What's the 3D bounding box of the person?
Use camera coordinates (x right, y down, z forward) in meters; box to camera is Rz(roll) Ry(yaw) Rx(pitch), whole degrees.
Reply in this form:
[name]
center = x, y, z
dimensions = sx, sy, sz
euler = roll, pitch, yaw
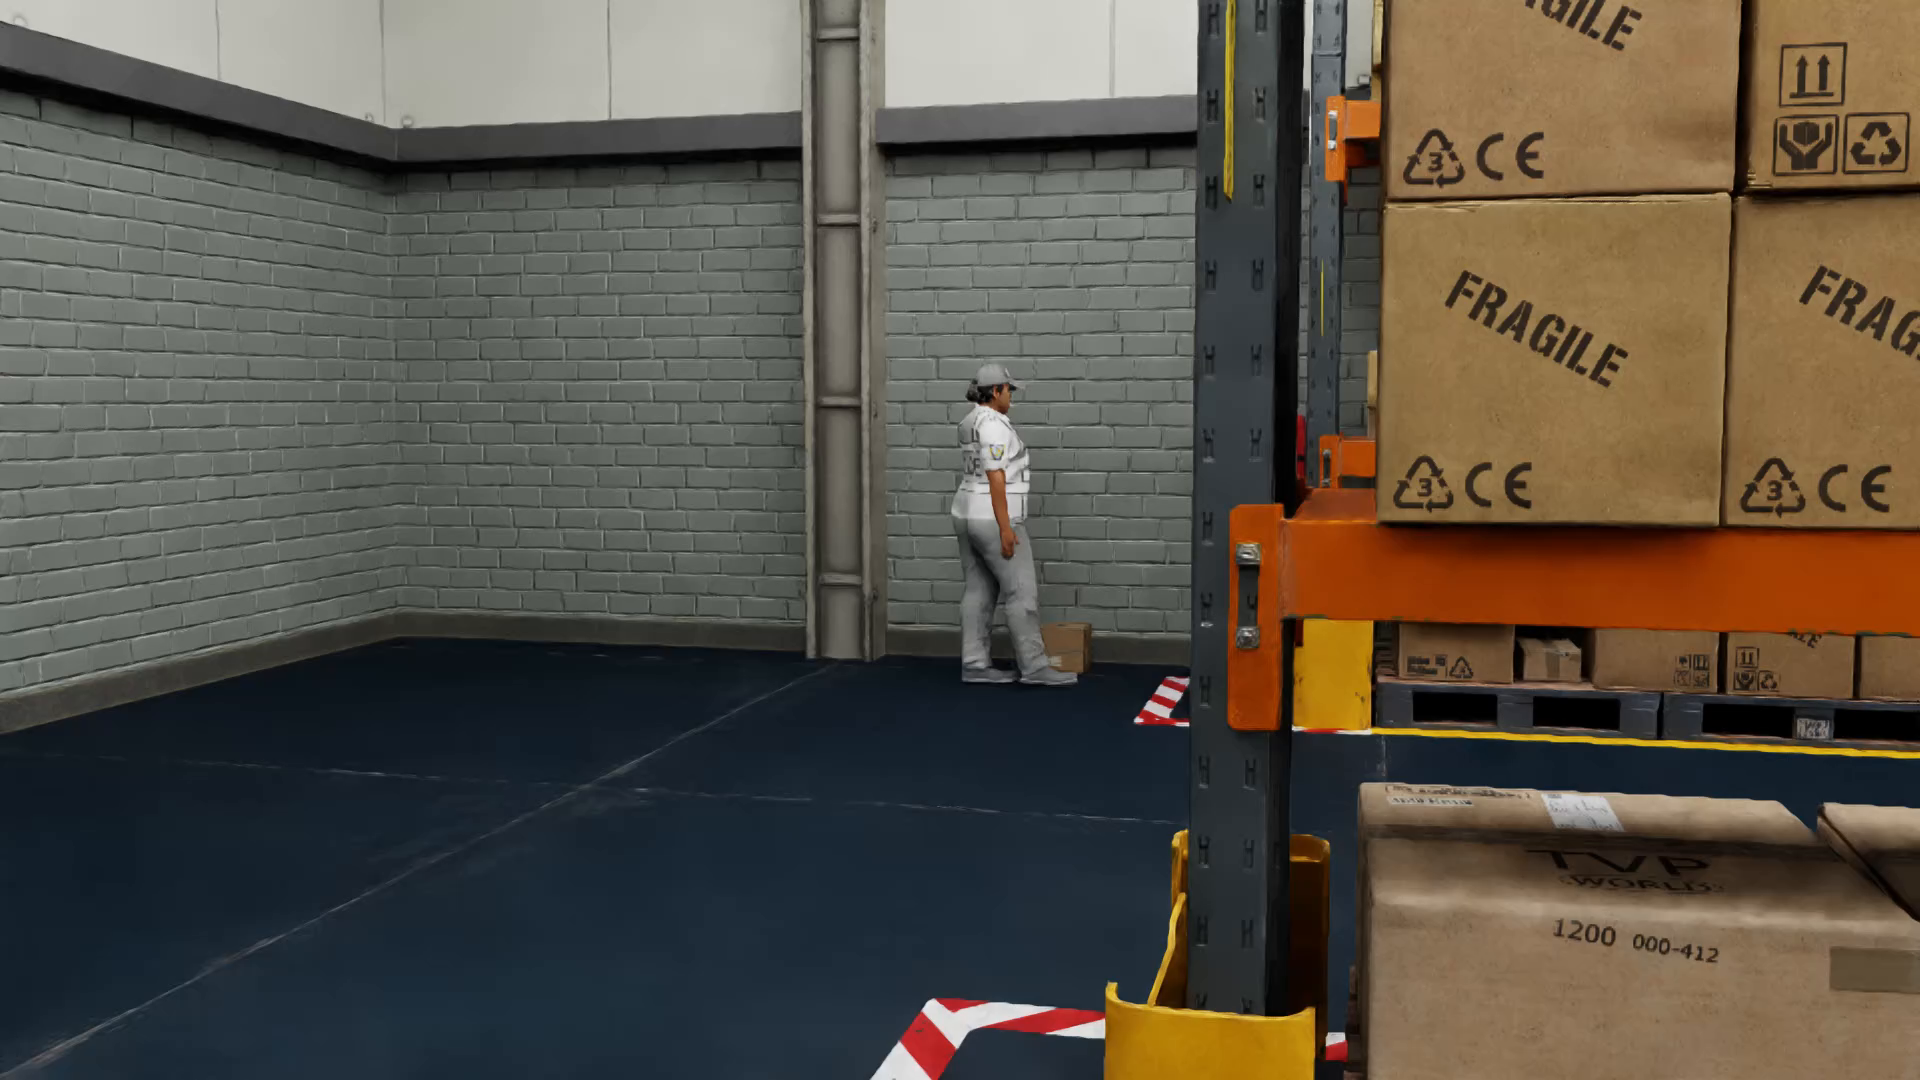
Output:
[person]
center = 0.269, -0.084, 8.626
dimensions = 0.600, 1.656, 0.493
euler = -2, 5, -19
